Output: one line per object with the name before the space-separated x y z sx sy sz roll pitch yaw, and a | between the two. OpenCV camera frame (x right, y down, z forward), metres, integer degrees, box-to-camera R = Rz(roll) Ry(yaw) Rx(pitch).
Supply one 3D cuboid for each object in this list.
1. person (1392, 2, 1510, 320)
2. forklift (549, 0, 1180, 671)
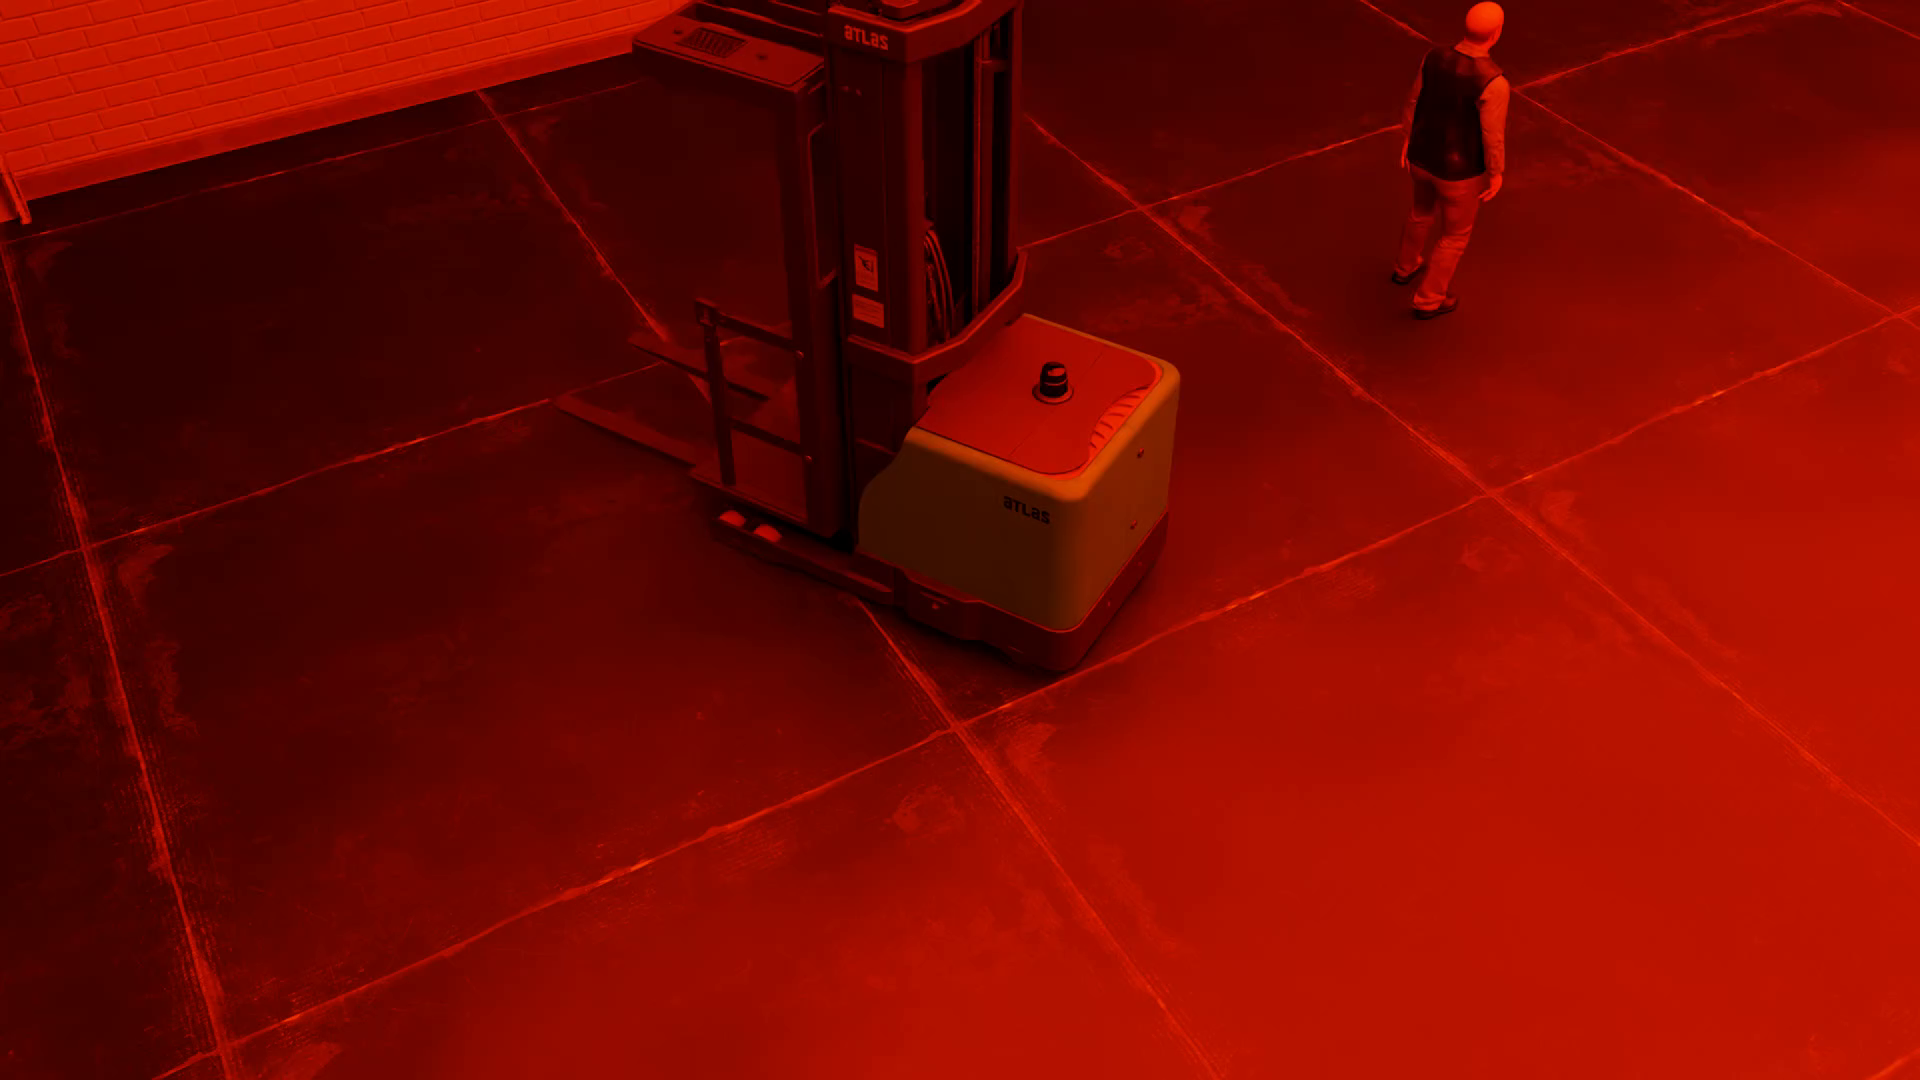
person | 2.605 -1.992 8.760 0.485 1.739 0.605 -26 49 -26
forklift | -0.574 -1.266 7.063 3.031 2.935 1.130 22 47 22
